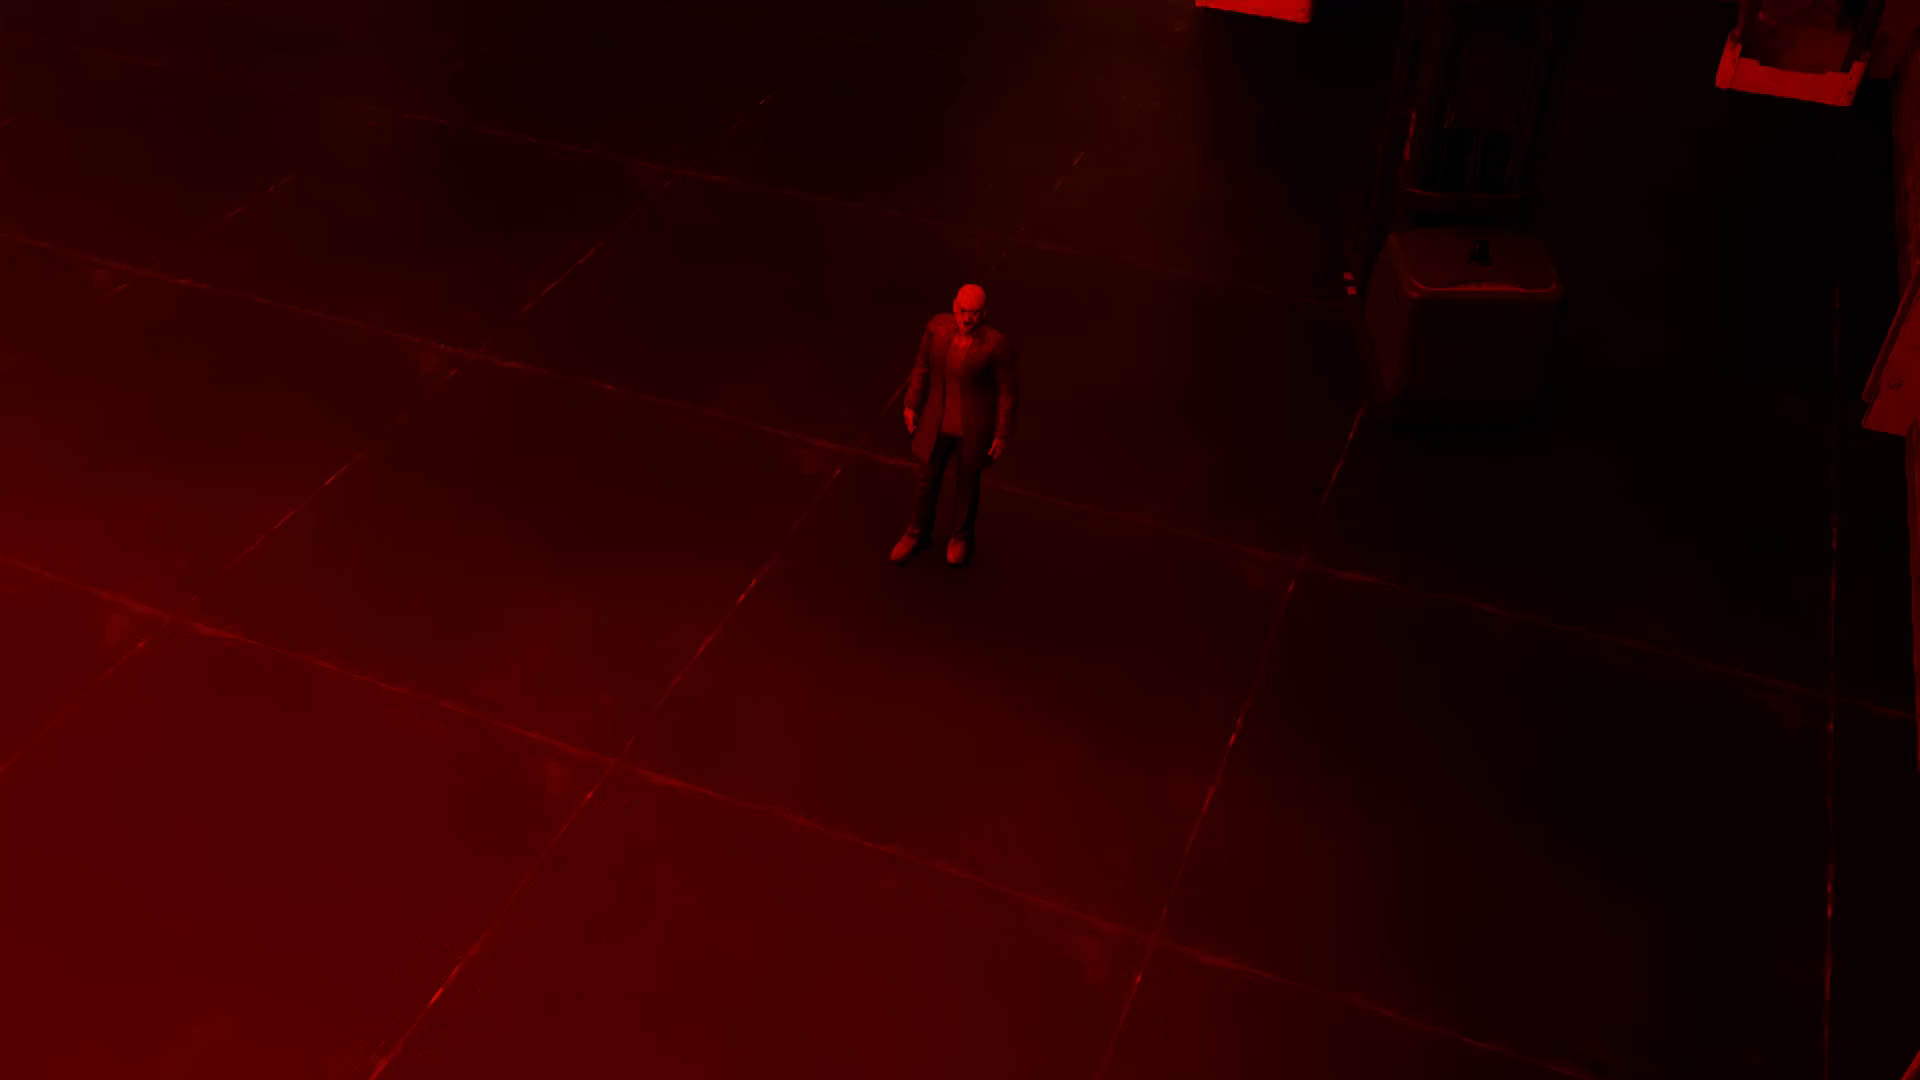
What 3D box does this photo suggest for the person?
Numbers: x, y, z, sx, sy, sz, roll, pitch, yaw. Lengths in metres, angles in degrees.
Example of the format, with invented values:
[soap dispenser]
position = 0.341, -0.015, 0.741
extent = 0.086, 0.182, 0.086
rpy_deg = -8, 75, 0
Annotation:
[person]
position = -0.039, -0.600, 9.680
extent = 0.694, 1.687, 0.580
rpy_deg = 15, 42, 17

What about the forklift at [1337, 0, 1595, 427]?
[forklift]
position = 3.391, -2.803, 11.354
extent = 1.130, 2.935, 3.031
rpy_deg = 2, 40, 2
